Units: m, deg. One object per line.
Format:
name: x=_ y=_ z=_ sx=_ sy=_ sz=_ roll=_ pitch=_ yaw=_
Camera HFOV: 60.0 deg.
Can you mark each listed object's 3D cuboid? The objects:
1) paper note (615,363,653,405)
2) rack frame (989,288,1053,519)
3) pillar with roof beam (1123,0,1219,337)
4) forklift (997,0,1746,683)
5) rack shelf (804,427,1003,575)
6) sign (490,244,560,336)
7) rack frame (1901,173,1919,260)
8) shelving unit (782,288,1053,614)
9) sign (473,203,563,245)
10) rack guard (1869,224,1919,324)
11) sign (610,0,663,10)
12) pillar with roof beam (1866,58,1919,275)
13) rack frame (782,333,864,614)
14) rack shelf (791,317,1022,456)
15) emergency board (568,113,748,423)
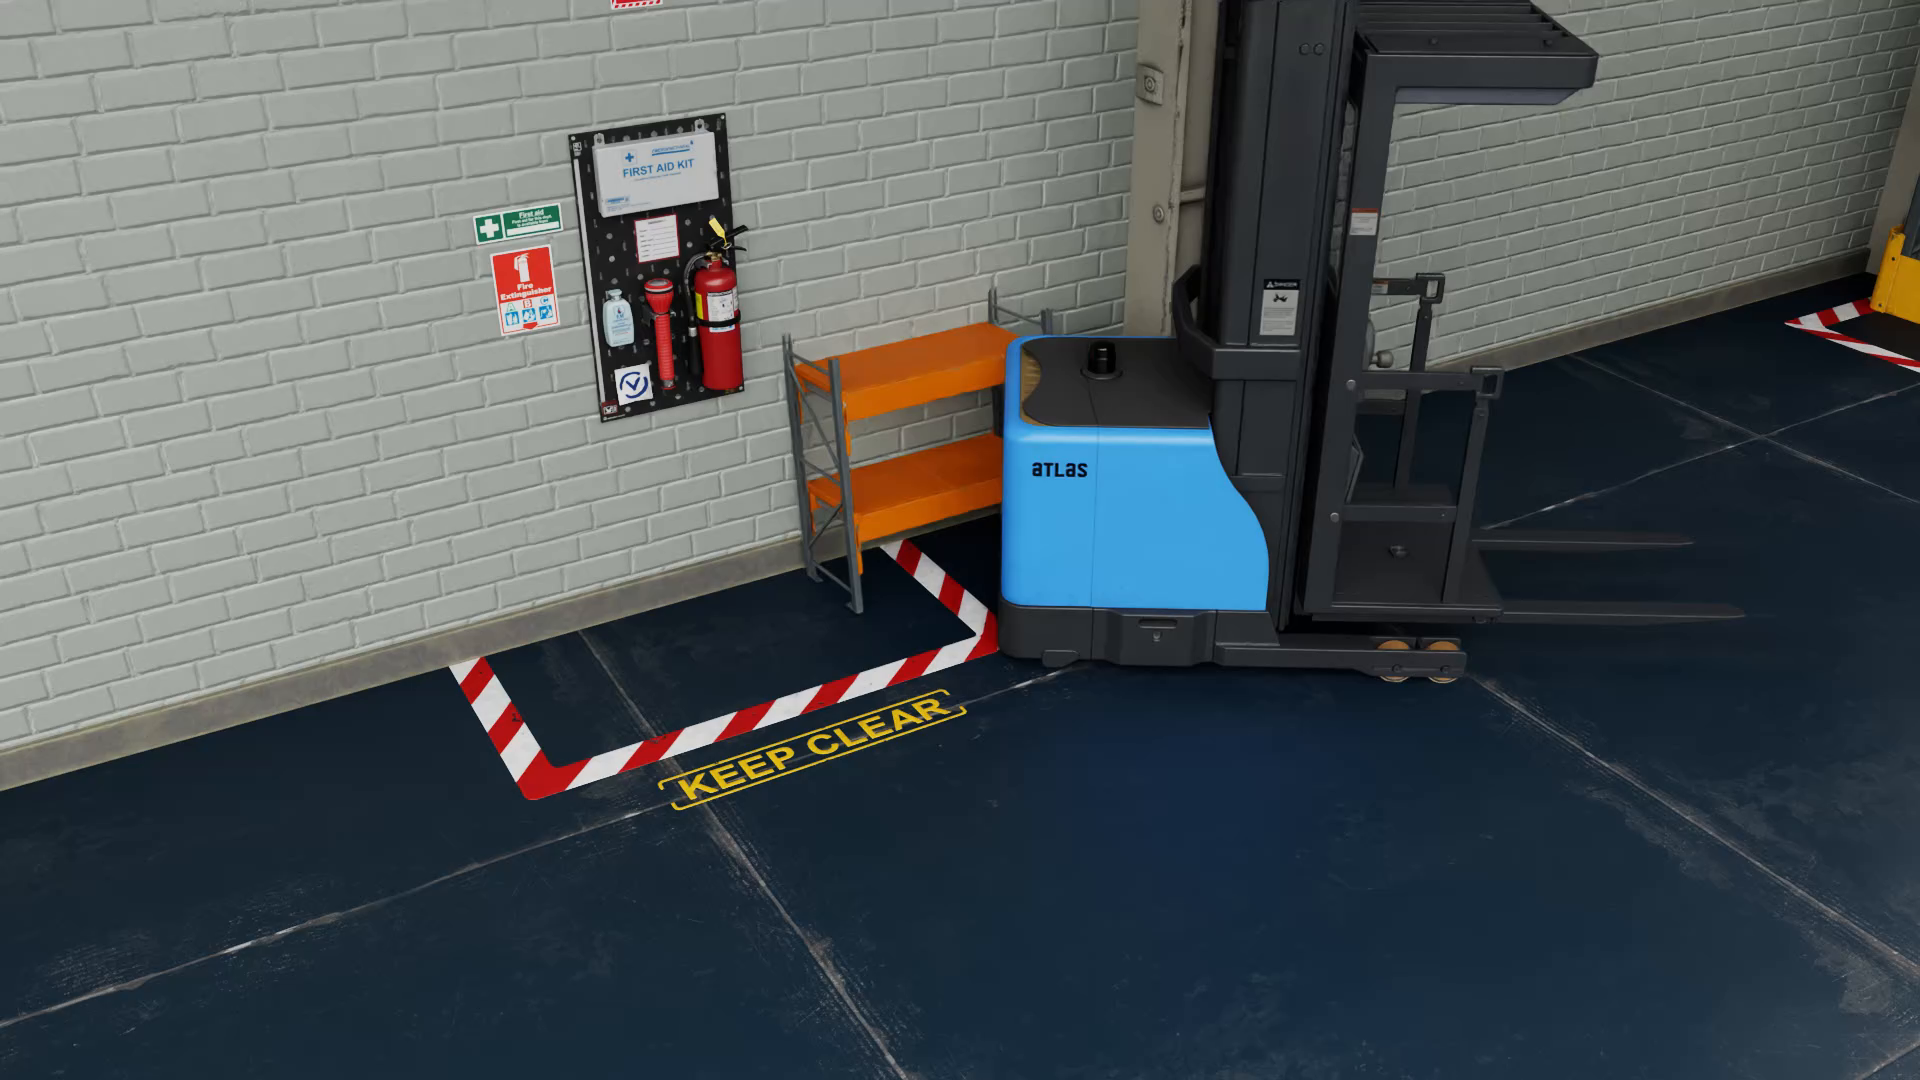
paper note: x=-1.312 y=-0.627 z=6.693 sx=0.142 sy=0.148 sz=0.016 roll=-16 pitch=33 yaw=-26
rack frame: x=0.289 y=-0.541 z=7.494 sx=0.032 sy=1.125 sz=0.500 roll=-17 pitch=27 yaw=-26
pillar with roof beam: x=3.207 y=-2.449 z=2.875 sx=0.400 sy=9.000 sz=9.100 roll=-16 pitch=33 yaw=-26
forklift: x=1.683 y=-0.969 z=6.473 sx=3.031 sy=2.935 sz=1.130 roll=1 pitch=29 yaw=2
rack shelf: x=-0.132 y=-0.188 z=7.368 sx=1.000 sy=0.278 sz=0.538 roll=-17 pitch=27 yaw=-26
sign: x=-1.653 y=-0.950 z=6.331 sx=0.234 sy=0.329 sz=0.001 roll=-16 pitch=33 yaw=-26
rack frame: x=6.033 y=-2.553 z=9.272 sx=0.127 sy=3.000 sz=1.000 roll=-16 pitch=33 yaw=-26
shelving unit: x=-0.148 y=-0.412 z=7.269 sx=1.048 sy=1.125 sz=0.538 roll=-17 pitch=27 yaw=-26
sign: x=-1.645 y=-1.180 z=6.198 sx=0.331 sy=0.109 sz=0.001 roll=-16 pitch=33 yaw=-26
rack guard: x=6.099 y=-1.477 z=9.910 sx=0.348 sy=0.500 sz=1.175 roll=-16 pitch=33 yaw=-26
sign: x=-1.182 y=-2.082 z=6.018 sx=0.199 sy=0.298 sz=0.001 roll=-16 pitch=33 yaw=-26
pillar with roof beam: x=8.380 y=-3.918 z=5.536 sx=0.400 sy=9.000 sz=9.100 roll=-16 pitch=33 yaw=-26
rack frame: x=-0.585 y=-0.282 z=7.044 sx=0.032 sy=1.125 sz=0.500 roll=-17 pitch=27 yaw=-26
rack shelf: x=-0.166 y=-0.679 z=7.151 sx=1.000 sy=0.278 sz=0.538 roll=-17 pitch=27 yaw=-26
emergency board: x=-1.124 y=-1.027 z=6.507 sx=0.643 sy=1.169 sz=0.194 roll=-16 pitch=33 yaw=-26
